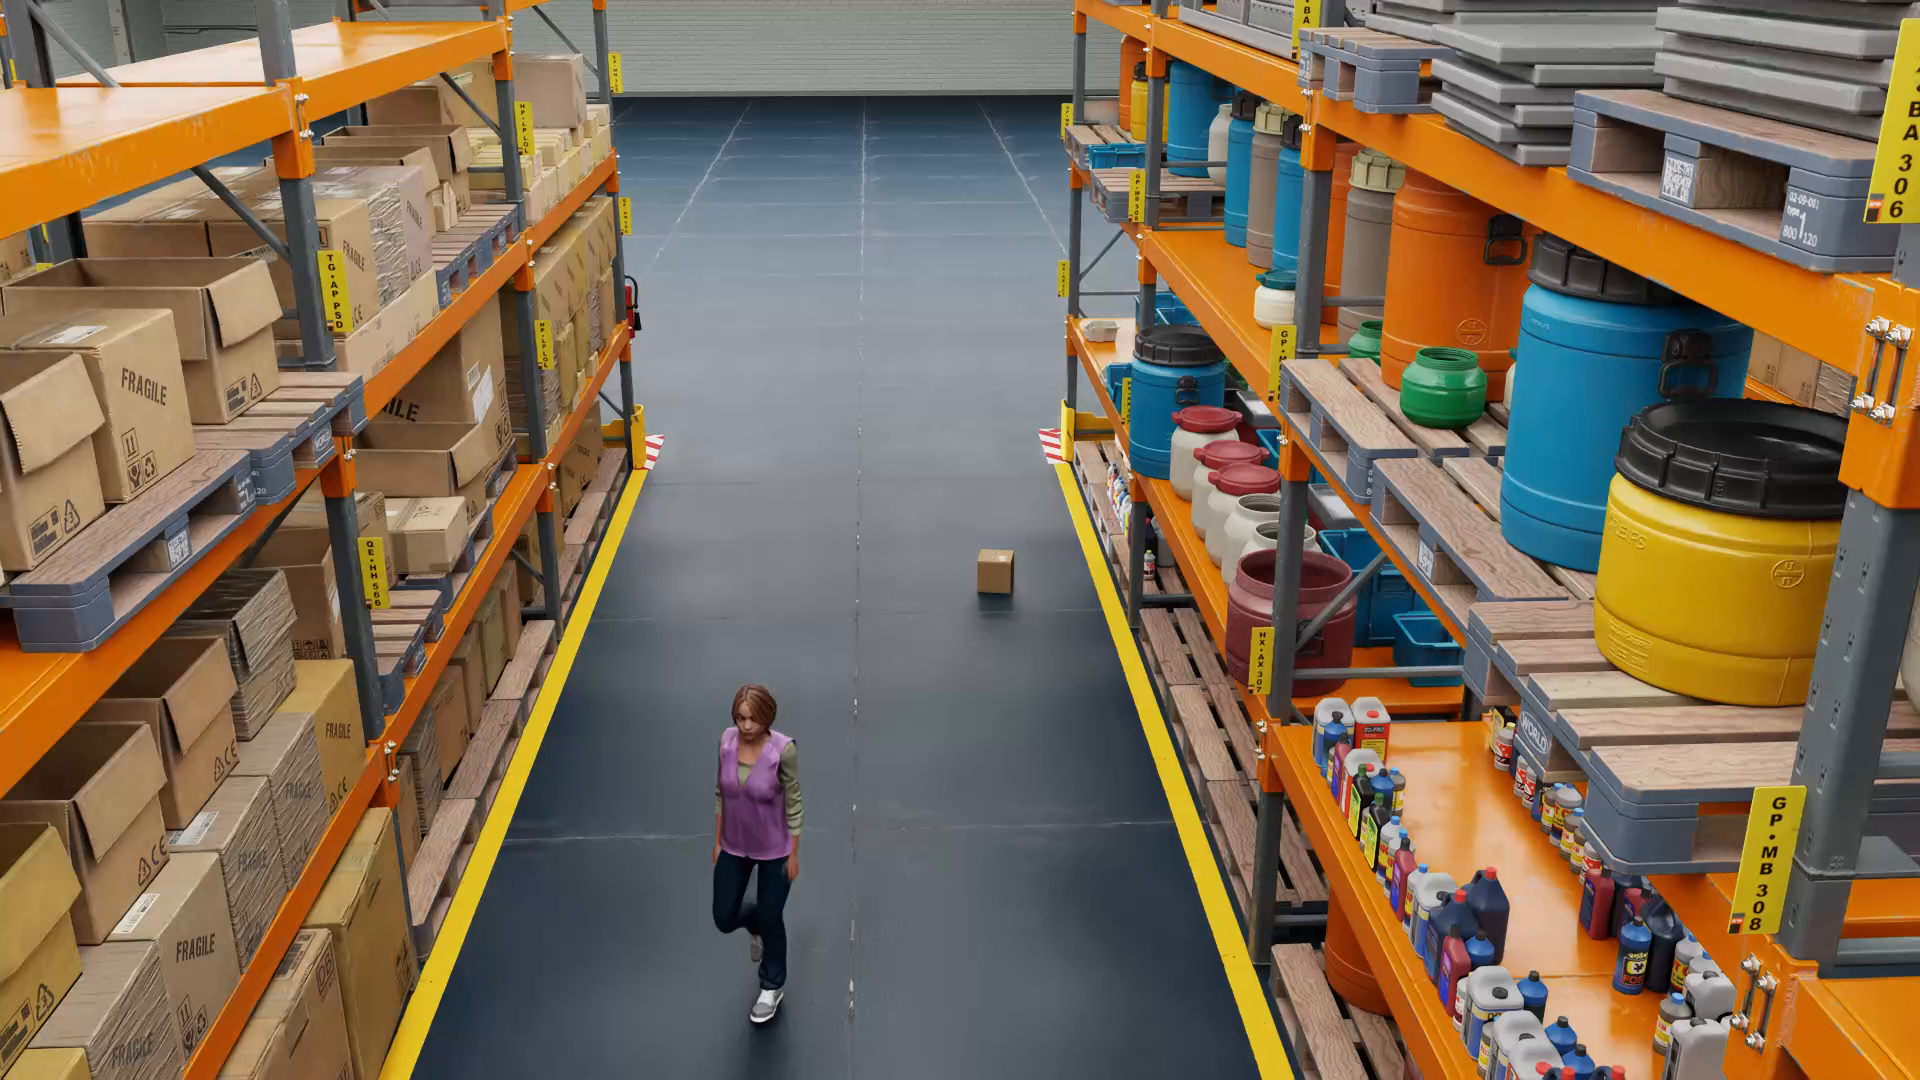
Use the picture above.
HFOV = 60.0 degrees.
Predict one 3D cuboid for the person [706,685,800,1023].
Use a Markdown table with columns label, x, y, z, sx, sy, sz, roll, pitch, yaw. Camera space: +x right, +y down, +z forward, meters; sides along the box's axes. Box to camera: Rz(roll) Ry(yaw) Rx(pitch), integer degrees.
| label | x | y | z | sx | sy | sz | roll | pitch | yaw |
| --- | --- | --- | --- | --- | --- | --- | --- | --- | --- |
| person | -0.901 | 1.379 | 7.381 | 0.424 | 1.596 | 0.455 | 5 | 21 | 14 |
